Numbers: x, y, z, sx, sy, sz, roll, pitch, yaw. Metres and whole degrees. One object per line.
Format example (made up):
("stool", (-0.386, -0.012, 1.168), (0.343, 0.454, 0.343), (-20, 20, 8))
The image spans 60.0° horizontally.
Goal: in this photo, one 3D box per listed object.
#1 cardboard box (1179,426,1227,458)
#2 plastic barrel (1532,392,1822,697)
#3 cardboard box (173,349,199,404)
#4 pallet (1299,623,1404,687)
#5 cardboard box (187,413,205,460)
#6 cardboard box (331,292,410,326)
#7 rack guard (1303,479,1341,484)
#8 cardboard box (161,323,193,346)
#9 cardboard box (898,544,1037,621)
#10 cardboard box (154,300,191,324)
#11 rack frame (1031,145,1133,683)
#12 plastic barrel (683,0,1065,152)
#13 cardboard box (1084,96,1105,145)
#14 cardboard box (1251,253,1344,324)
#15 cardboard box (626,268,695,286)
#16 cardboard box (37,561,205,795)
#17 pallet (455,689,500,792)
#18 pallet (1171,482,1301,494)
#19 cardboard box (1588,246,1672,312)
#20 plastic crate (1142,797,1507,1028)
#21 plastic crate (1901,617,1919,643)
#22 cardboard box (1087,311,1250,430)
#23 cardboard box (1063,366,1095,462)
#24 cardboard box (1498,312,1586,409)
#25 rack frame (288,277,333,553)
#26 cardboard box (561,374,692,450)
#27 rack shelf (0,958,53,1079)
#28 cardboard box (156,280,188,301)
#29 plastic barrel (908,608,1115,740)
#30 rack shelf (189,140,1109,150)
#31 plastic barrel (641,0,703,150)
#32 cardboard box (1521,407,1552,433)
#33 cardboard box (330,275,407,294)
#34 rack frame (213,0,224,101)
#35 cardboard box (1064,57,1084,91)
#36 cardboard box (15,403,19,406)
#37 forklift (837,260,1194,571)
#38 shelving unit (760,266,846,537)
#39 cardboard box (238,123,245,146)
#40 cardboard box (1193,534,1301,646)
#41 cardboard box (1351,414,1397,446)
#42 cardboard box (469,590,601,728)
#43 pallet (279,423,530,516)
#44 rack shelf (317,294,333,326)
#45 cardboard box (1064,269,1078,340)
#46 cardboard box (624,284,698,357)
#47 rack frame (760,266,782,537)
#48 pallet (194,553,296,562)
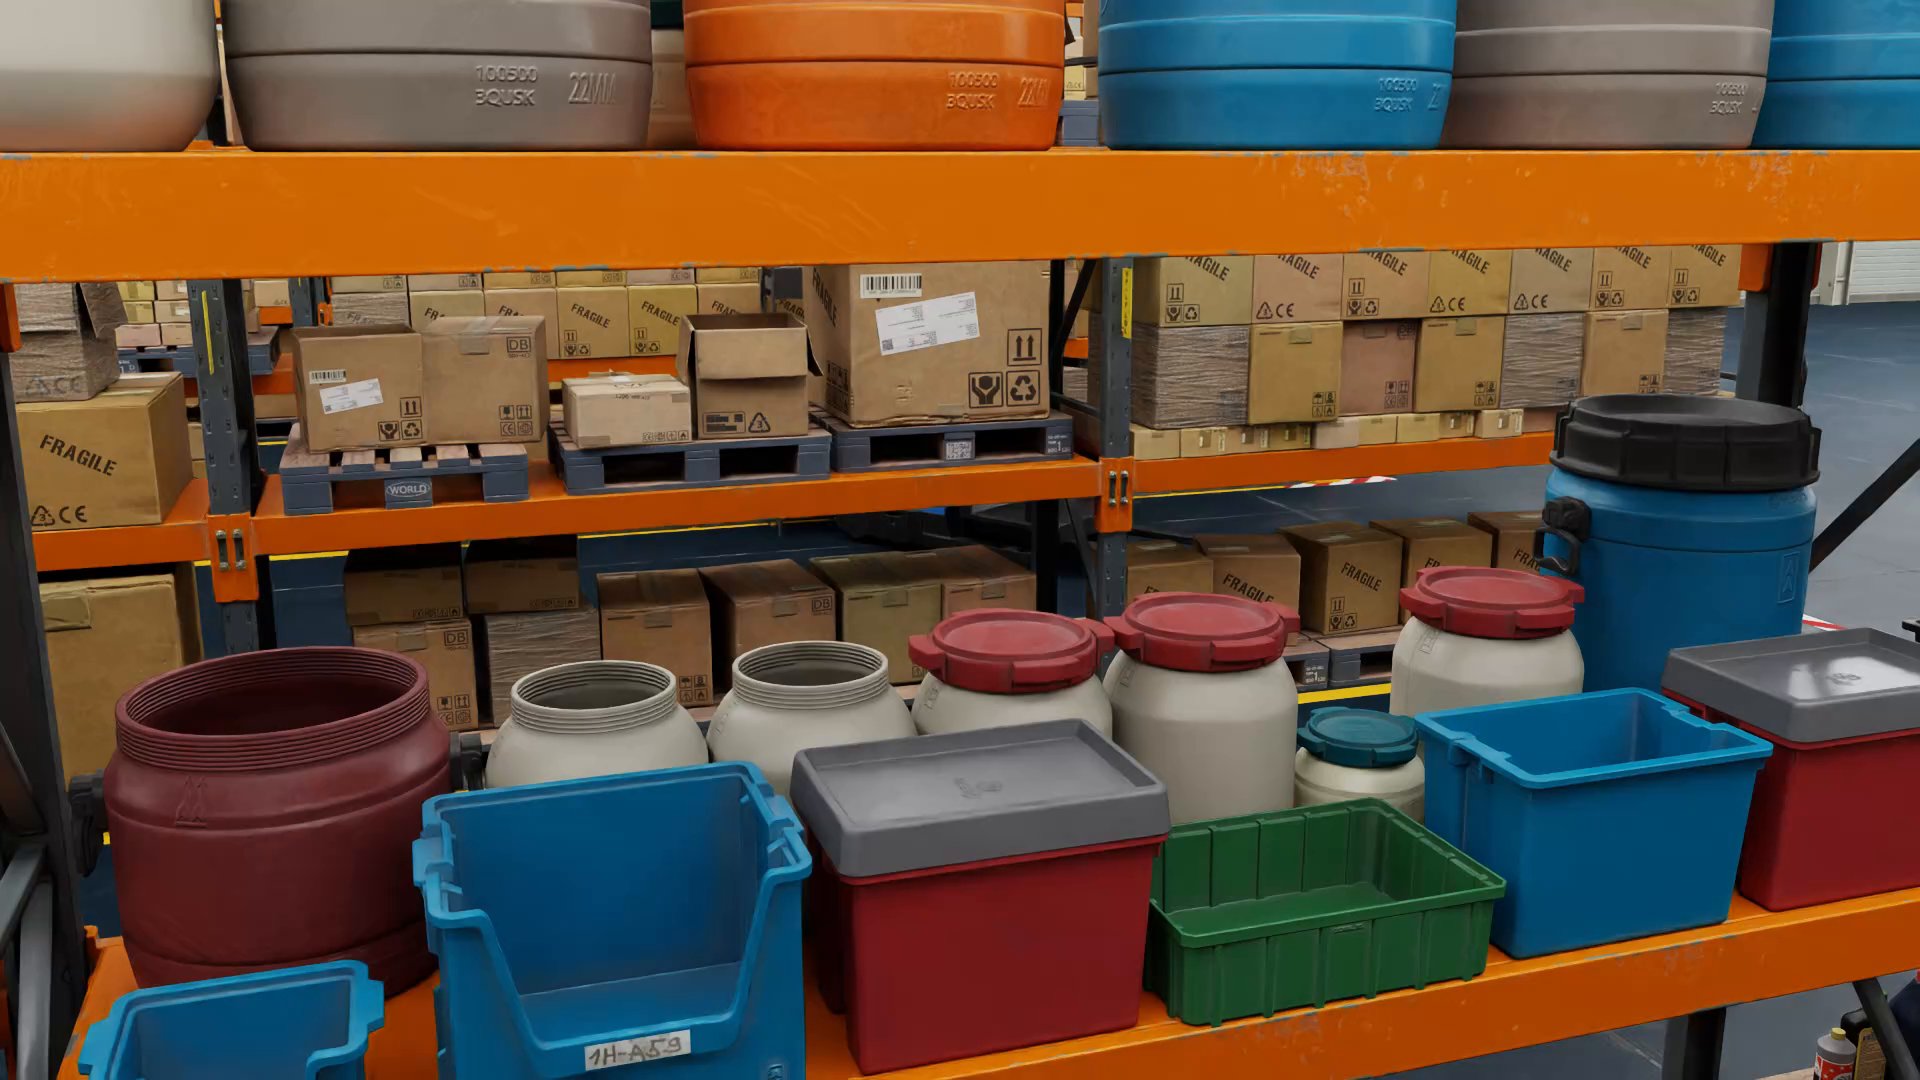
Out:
("cardboard box", (1.151, -0.524, 8.407), (0.250, 0.149, 0.380), (-4, 14, -18))
("plastic barrel", (1.727, 0.124, 4.057), (0.708, 0.901, 0.600), (-4, 14, -18))
("cardboard box", (-7.870, -1.632, 16.206), (0.875, 0.875, 0.875), (-4, 14, -17))
("pallet", (2.393, 0.528, 9.468), (1.213, 0.211, 1.003), (-4, 14, -18))
("cardboard box", (-5.232, -0.726, 11.586), (0.500, 0.250, 0.500), (-5, 14, -19))
("cardboard box", (-4.156, -1.503, 11.765), (0.500, 0.500, 0.500), (-4, 14, -17))
("rack guard", (2.937, -0.857, 14.665), (0.348, 0.500, 1.175), (-4, 14, -18))
("cardboard box", (-5.224, -1.408, 11.214), (0.250, 0.149, 0.380), (-4, 14, -18))
("cardboard box", (0.021, 0.362, 8.590), (0.500, 0.500, 0.700), (-6, 14, -22))
("cardboard box", (-5.243, -1.551, 11.175), (0.250, 0.149, 0.380), (-4, 14, -16))
("rack frame", (0.610, -0.681, 8.523), (0.127, 3.000, 1.000), (-4, 14, -18))
("plastic barrel", (-0.134, -1.029, 2.575), (0.708, 0.830, 0.600), (-4, 14, -18))
("cardboard box", (0.959, -2.158, 8.575), (0.500, 0.250, 0.500), (-4, 14, -16))
("cardboard box", (1.591, -1.375, 8.423), (0.500, 0.500, 0.500), (-4, 14, -18))
("cardboard box", (-2.311, -2.198, 12.523), (0.500, 0.500, 0.700), (-4, 14, -18))
("cardboard box", (-3.842, 0.490, 7.284), (0.875, 0.875, 1.225), (-5, 14, -21))
("pallet", (-2.440, 0.914, 7.845), (1.213, 0.211, 1.003), (-4, 14, -18))
("pallet", (2.182, -0.638, 14.371), (1.213, 0.211, 1.003), (-4, 14, -18))
("cardboard box", (3.486, -1.523, 9.043), (0.500, 0.500, 0.500), (-4, 14, -18))
("plastic crate", (0.629, 0.699, 3.180), (0.662, 0.188, 0.450), (-4, 14, -18))
("plastic crate", (2.726, 0.425, 4.008), (0.504, 0.338, 0.767), (-4, 14, -18))
("cardboard box", (1.056, -0.894, 8.559), (0.500, 0.500, 0.875), (-4, 14, -18))
("cardboard box", (0.595, -1.045, 13.738), (0.875, 0.875, 0.875), (-4, 14, -18))
("cardboard box", (2.948, -1.044, 9.191), (0.500, 0.500, 0.875), (-4, 14, -18))
("rack frame", (-4.667, -1.481, 11.886), (0.127, 3.000, 1.000), (-4, 14, -18))
("cardboard box", (-1.520, -0.590, 7.558), (0.500, 0.250, 0.500), (-5, 14, -20))
("rack shelf", (-3.497, 1.198, 2.177), (4.000, 0.370, 1.077), (-4, 14, -18))
("cardboard box", (-5.225, -1.698, 11.147), (0.250, 0.149, 0.380), (-5, 14, -19))
("plastic barrel", (0.107, 0.448, 3.483), (0.433, 0.535, 0.433), (0, 13, 0))
("rack shelf", (-1.286, -1.642, 7.638), (4.000, 0.370, 1.077), (-4, 14, -18))
("plastic barrel", (-0.471, -0.836, 2.993), (0.301, 0.262, 0.301), (0, 13, 0))
("cardboard box", (3.017, -0.692, 9.111), (0.250, 0.149, 0.380), (-4, 14, -18))
("cardboard box", (-4.239, -2.047, 11.889), (0.500, 0.500, 0.700), (-5, 14, -18))
("rack frame", (-3.181, -3.304, 6.587), (0.127, 3.000, 1.000), (-4, 14, -18))
("cardboard box", (0.632, -3.610, 12.911), (0.500, 0.250, 0.500), (-5, 14, -19))
("cardboard box", (-4.044, -0.308, 6.739), (0.500, 0.500, 0.500), (-5, 14, -19))
("forklift", (0.567, -1.322, 11.366), (3.031, 2.935, 1.130), (10, 17, 37))
("shelving unit", (-1.158, -1.108, 12.253), (0.503, 2.100, 0.431), (-5, 14, -18))
("cardboard box", (-5.294, -3.005, 11.596), (0.500, 0.500, 0.500), (-4, 14, -18))
("cardboard box", (1.542, 0.266, 9.035), (0.500, 0.500, 0.500), (0, 13, 0))
("cardboard box", (2.086, -0.606, 8.752), (0.250, 0.149, 0.380), (-4, 14, -18))
("cardboard box", (-2.031, 0.519, 7.930), (0.500, 0.500, 0.700), (-6, 15, -23))
("pallet", (-2.540, -0.368, 7.623), (1.003, 0.211, 1.213), (-4, 14, -18))
("rack shelf", (-4.446, -2.357, 17.123), (4.000, 0.370, 1.077), (-4, 14, -18))
("cardboard box", (0.533, -1.938, 13.486), (0.550, 0.550, 0.875), (-4, 14, -18))
("cardboard box", (-2.244, -1.653, 12.394), (0.500, 0.500, 0.500), (-4, 14, -17))
("rack frame", (-1.389, -1.088, 12.176), (0.015, 2.100, 0.400), (-5, 14, -18))
("pallet", (-5.409, -0.067, 11.968), (1.213, 0.211, 1.003), (-4, 14, -18))
